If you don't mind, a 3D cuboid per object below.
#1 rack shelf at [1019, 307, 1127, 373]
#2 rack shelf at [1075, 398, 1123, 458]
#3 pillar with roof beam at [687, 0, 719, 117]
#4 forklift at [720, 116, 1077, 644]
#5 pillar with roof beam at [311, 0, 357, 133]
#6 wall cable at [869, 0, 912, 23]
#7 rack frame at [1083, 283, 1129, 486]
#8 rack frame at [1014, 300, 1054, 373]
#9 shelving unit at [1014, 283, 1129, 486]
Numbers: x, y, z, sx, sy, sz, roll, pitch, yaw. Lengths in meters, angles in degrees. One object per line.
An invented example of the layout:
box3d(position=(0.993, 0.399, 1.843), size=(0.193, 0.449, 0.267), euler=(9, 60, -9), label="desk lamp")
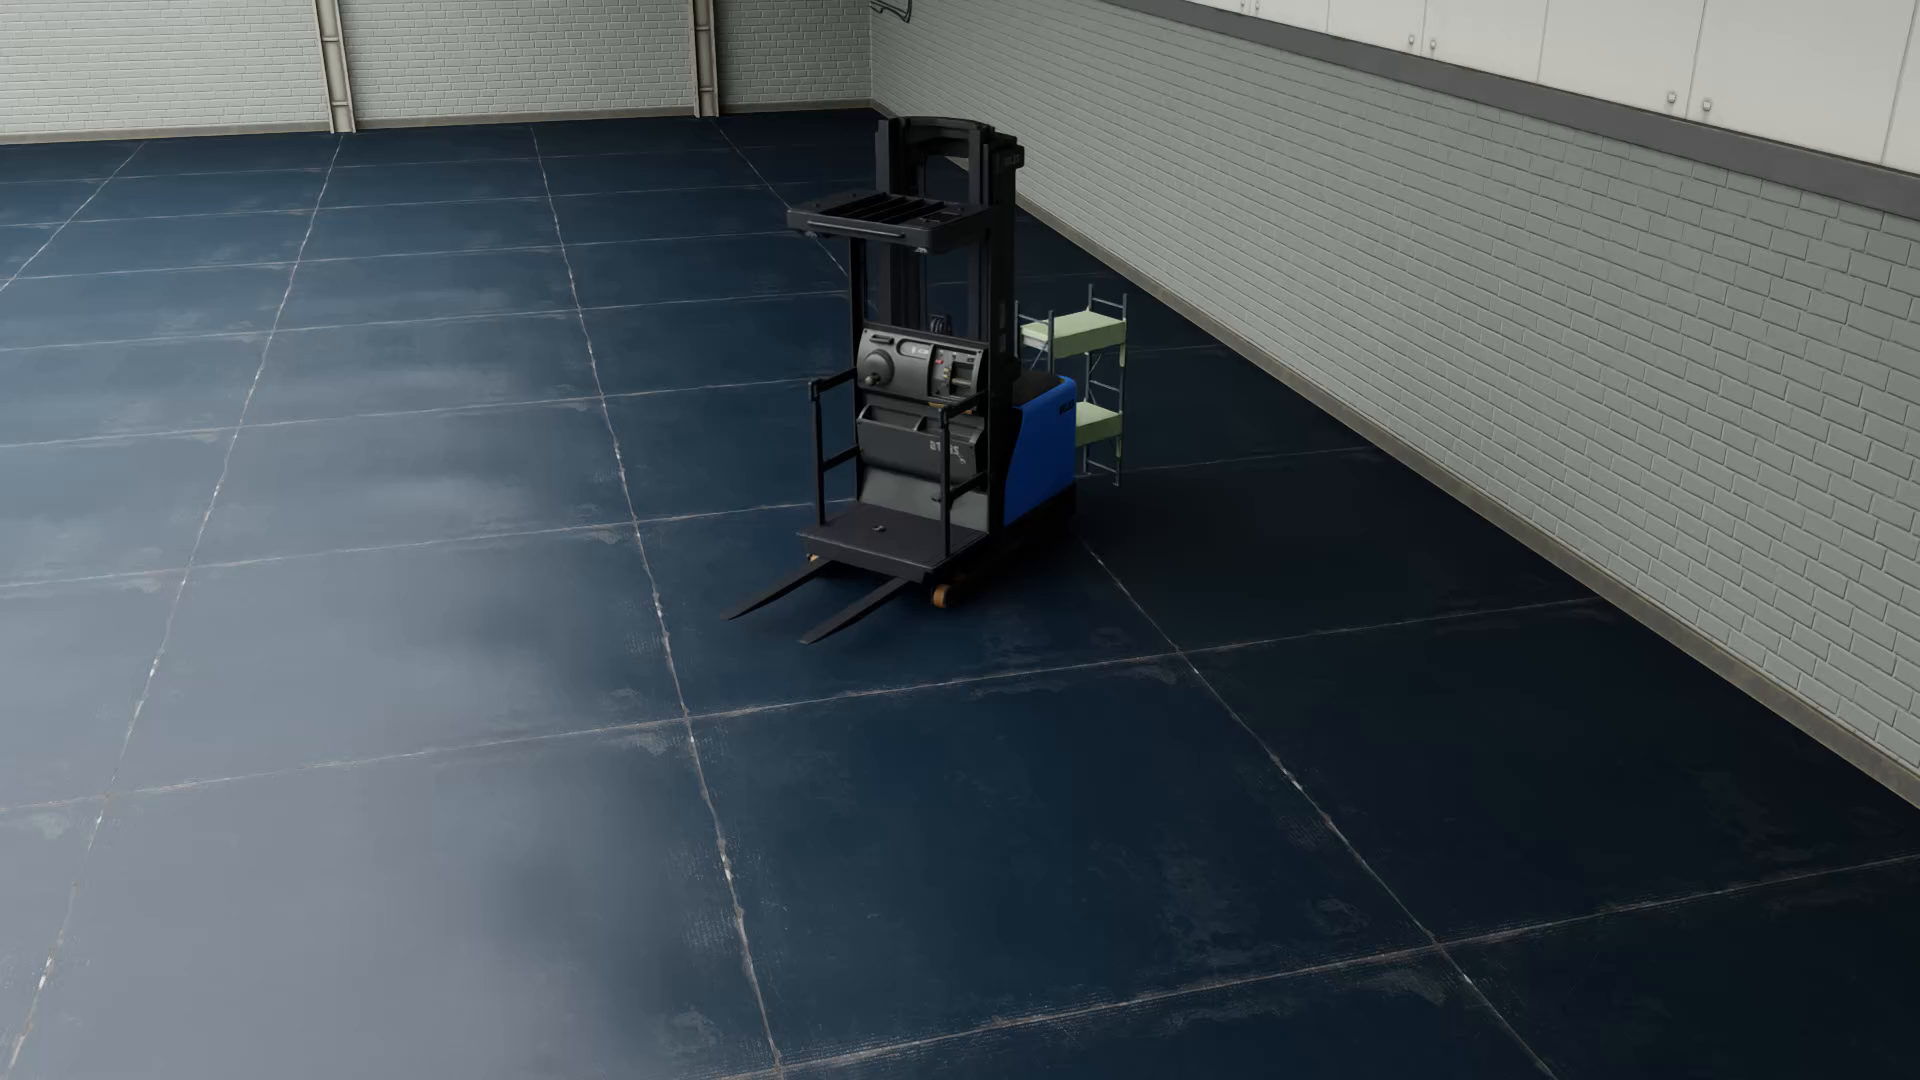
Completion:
box3d(position=(0.813, -1.430, 12.190), size=(0.720, 0.370, 0.431), euler=(-18, 29, -35), label="rack shelf")
box3d(position=(0.813, -0.771, 12.472), size=(0.720, 0.370, 0.431), euler=(-18, 29, -35), label="rack shelf")
box3d(position=(-3.254, -9.907, 23.426), size=(0.400, 9.000, 9.100), euler=(-6, 24, -14), label="pillar with roof beam")
box3d(position=(-0.372, -1.108, 10.616), size=(1.130, 2.935, 3.031), euler=(14, 27, 29), label="forklift")
box3d(position=(-9.031, -9.268, 21.937), size=(0.400, 9.000, 9.100), euler=(-6, 24, -14), label="pillar with roof beam")
box3d(position=(-1.223, -9.926, 27.409), size=(0.112, 2.526, 3.097), euler=(-6, 24, -14), label="wall cable")
box3d(position=(1.097, -1.162, 12.556), size=(0.023, 1.500, 0.400), euler=(-18, 29, -35), label="rack frame")
box3d(position=(0.528, -0.980, 12.132), size=(0.023, 1.500, 0.400), euler=(-18, 29, -35), label="rack frame")
box3d(position=(0.813, -1.071, 12.344), size=(0.755, 1.500, 0.431), euler=(-18, 29, -35), label="shelving unit")
